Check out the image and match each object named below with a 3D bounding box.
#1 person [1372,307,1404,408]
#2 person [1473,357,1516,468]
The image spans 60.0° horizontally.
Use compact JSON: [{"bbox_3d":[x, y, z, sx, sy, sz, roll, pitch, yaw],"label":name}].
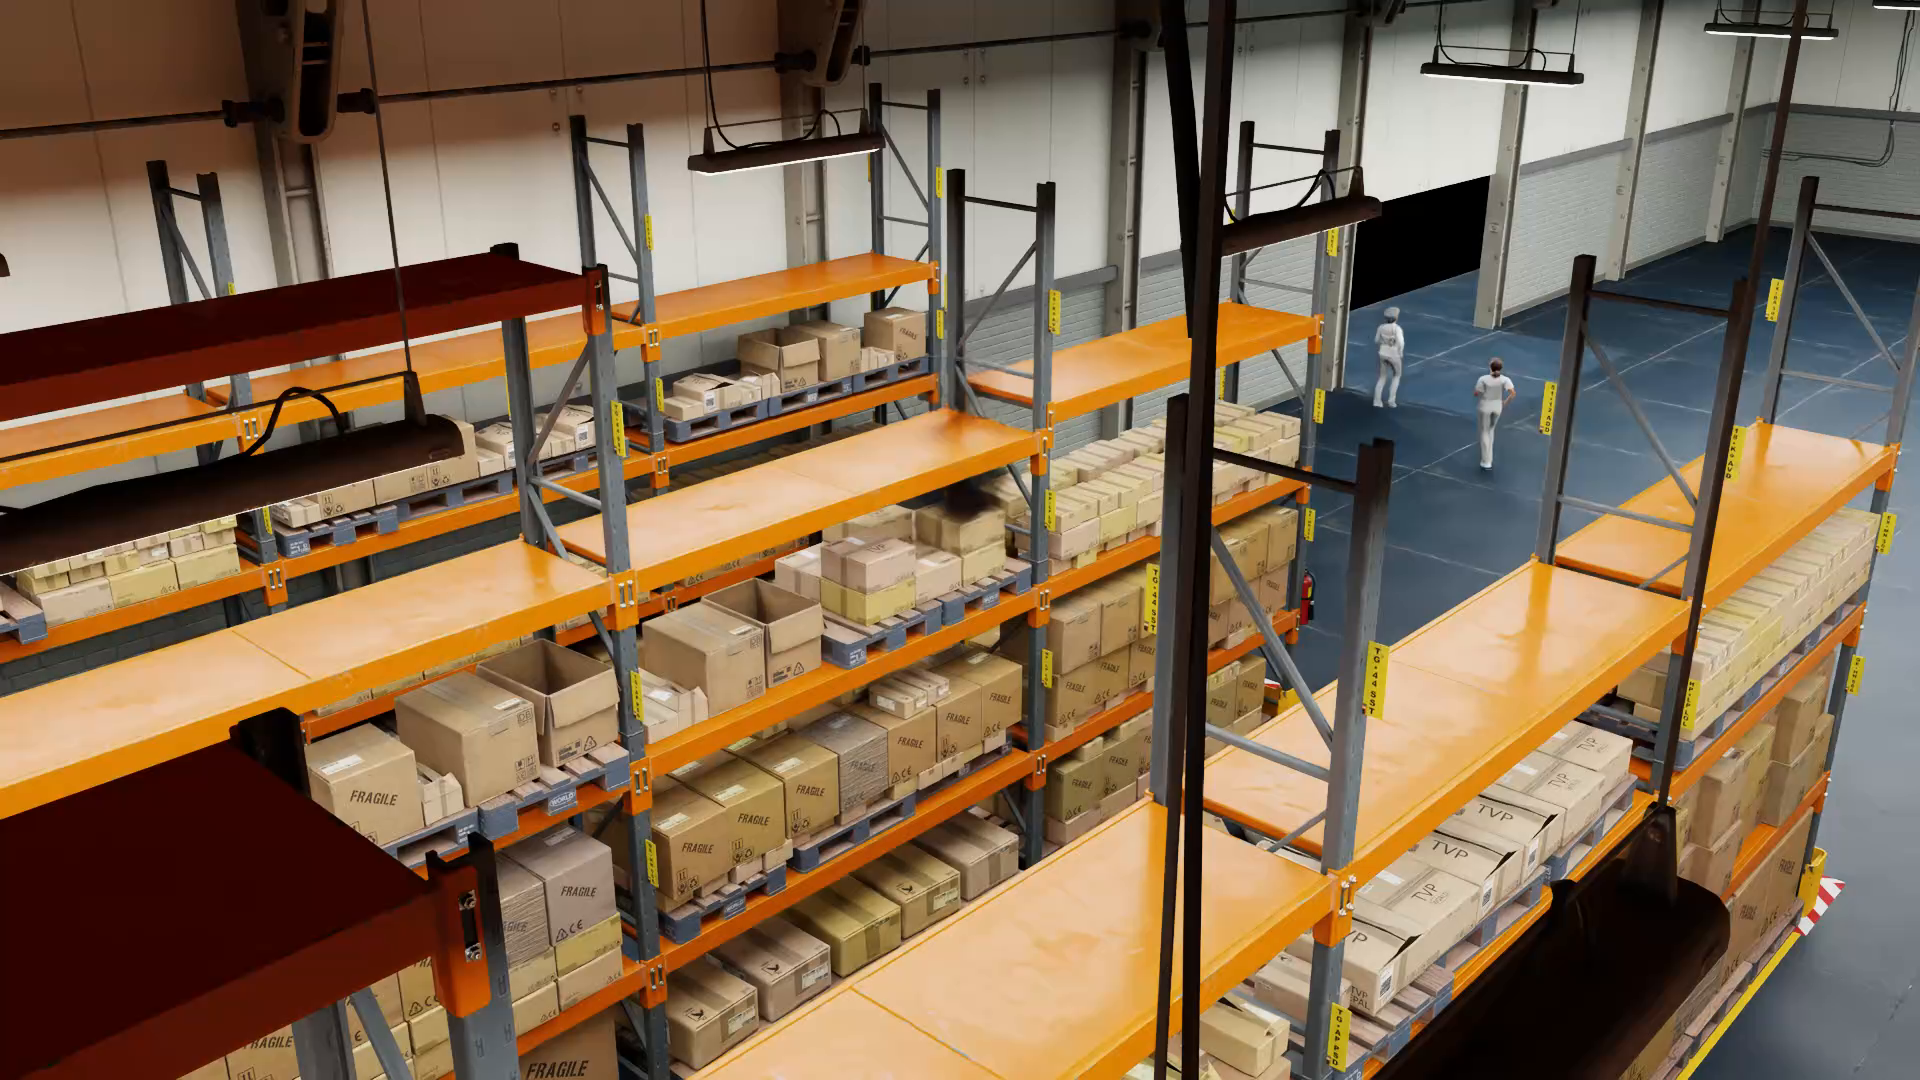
[{"bbox_3d":[7.053,-2.962,27.325,0.593,1.747,0.709,14,25,32],"label":"person"},{"bbox_3d":[7.822,-1.869,24.541,0.544,1.715,0.691,0,21,-1],"label":"person"}]
